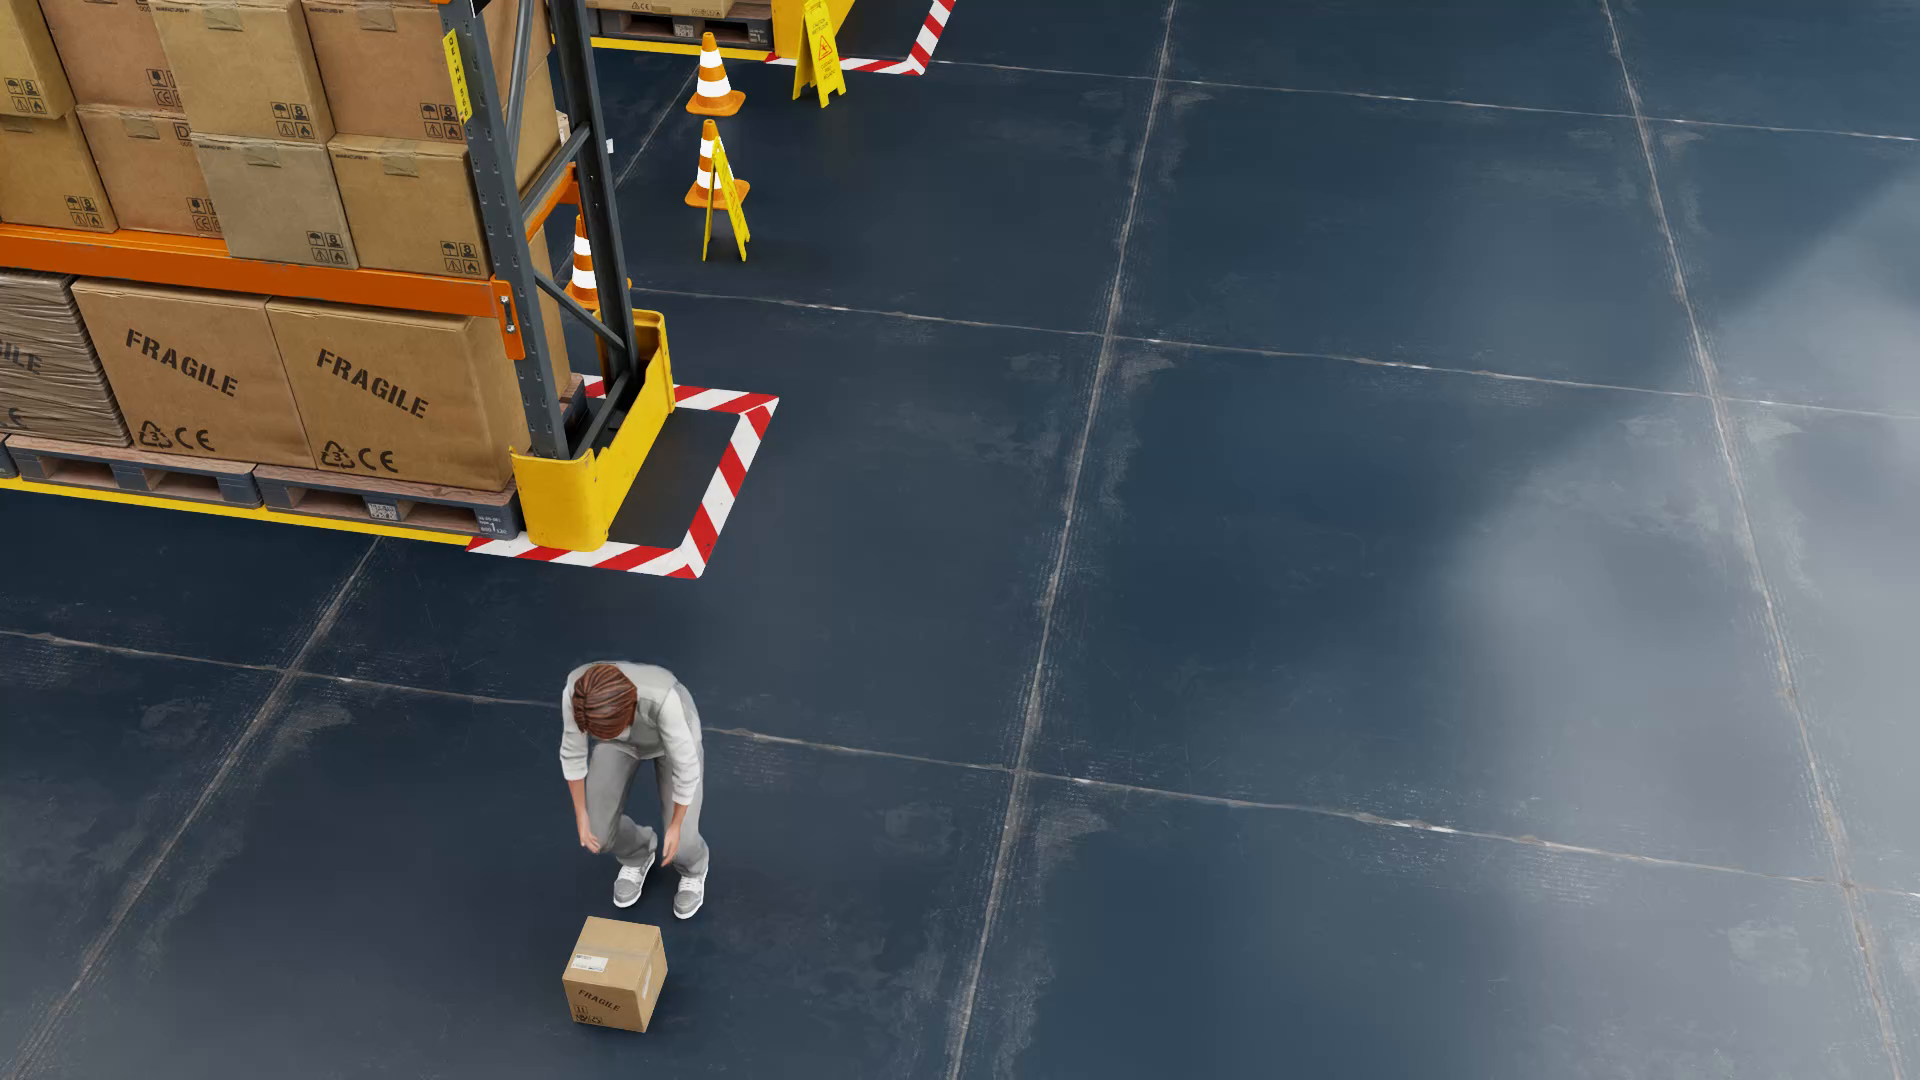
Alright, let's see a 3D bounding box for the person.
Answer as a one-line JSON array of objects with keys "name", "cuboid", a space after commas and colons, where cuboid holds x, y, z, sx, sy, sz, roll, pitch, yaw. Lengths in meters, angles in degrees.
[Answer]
[{"name": "person", "cuboid": [-1.038, 0.770, 5.496, 0.462, 1.325, 0.640, 7, 42, 8]}]
